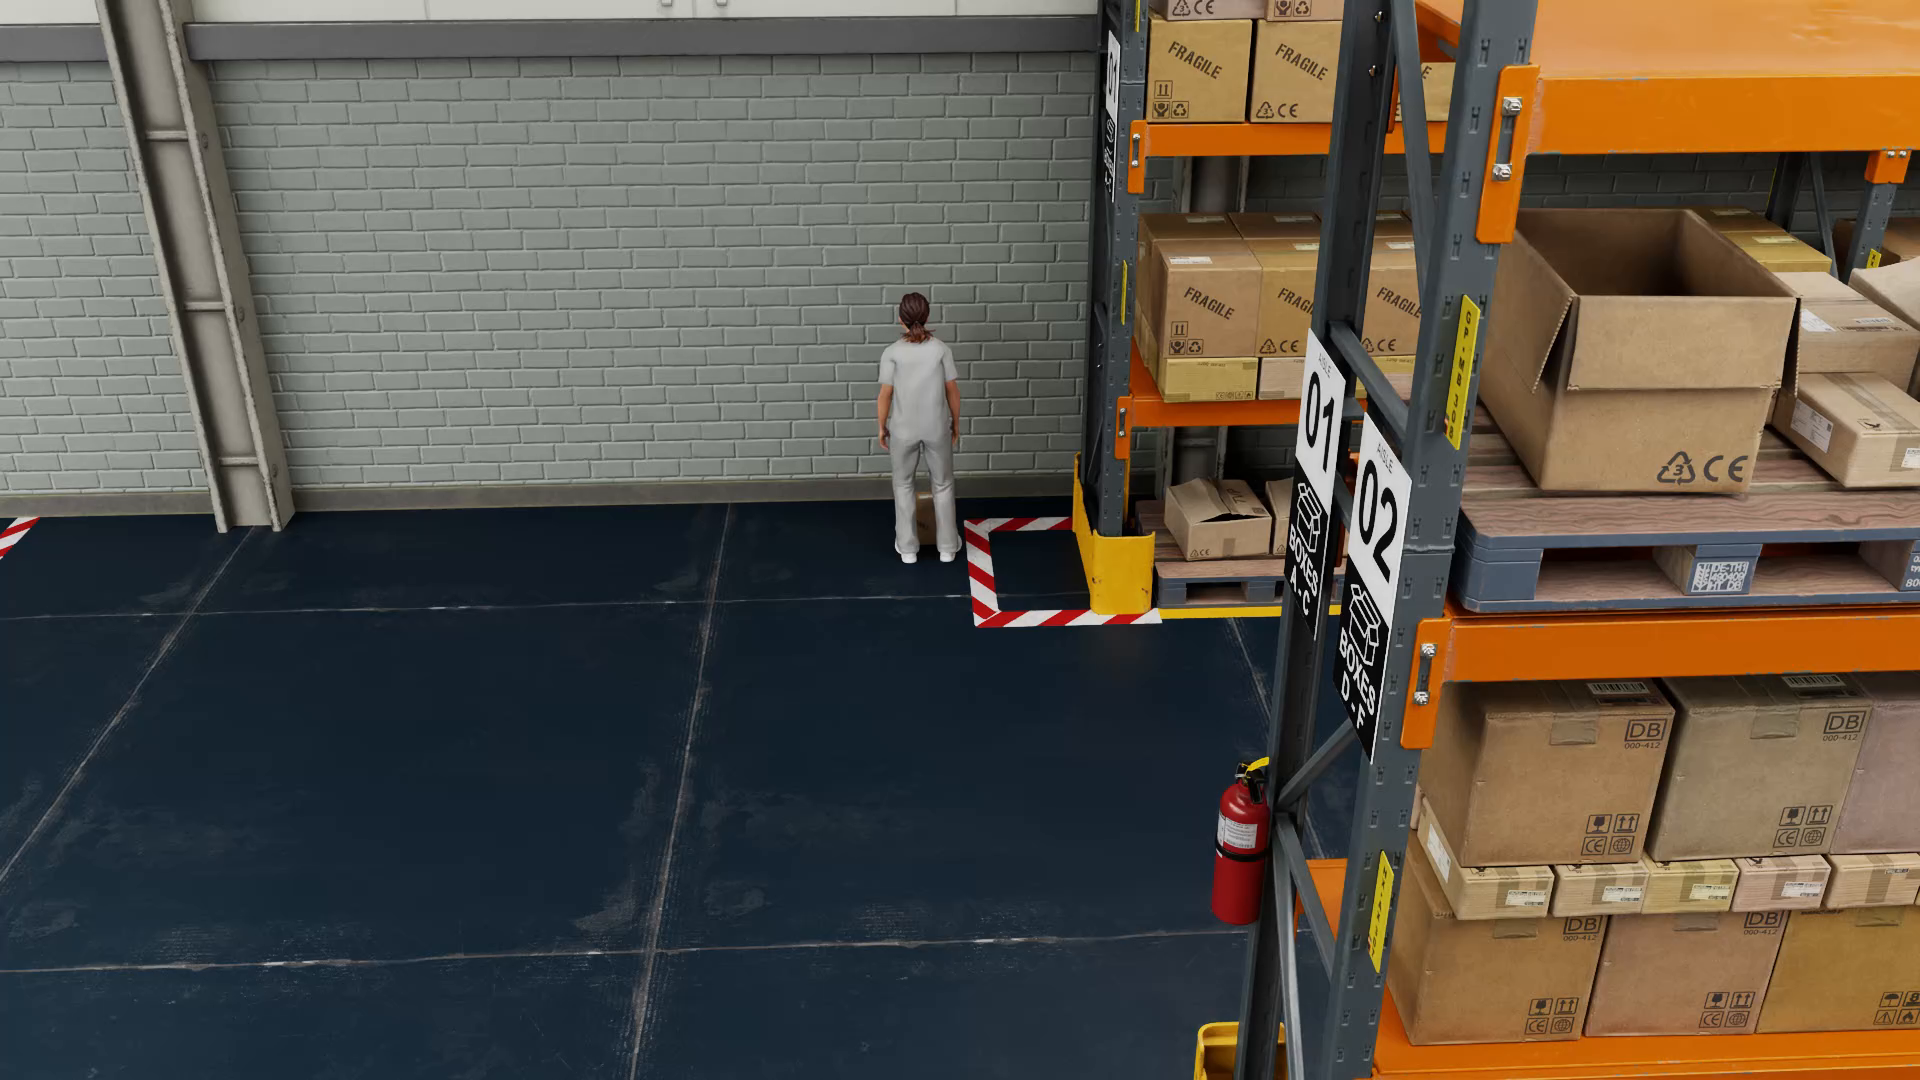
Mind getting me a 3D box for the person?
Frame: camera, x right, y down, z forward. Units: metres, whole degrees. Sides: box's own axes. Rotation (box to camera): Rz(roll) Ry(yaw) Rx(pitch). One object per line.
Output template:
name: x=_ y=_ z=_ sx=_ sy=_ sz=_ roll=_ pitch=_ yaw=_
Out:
person: x=-0.232 y=-0.651 z=9.864 sx=0.514 sy=1.672 sz=0.363 roll=-3 pitch=28 yaw=-6
